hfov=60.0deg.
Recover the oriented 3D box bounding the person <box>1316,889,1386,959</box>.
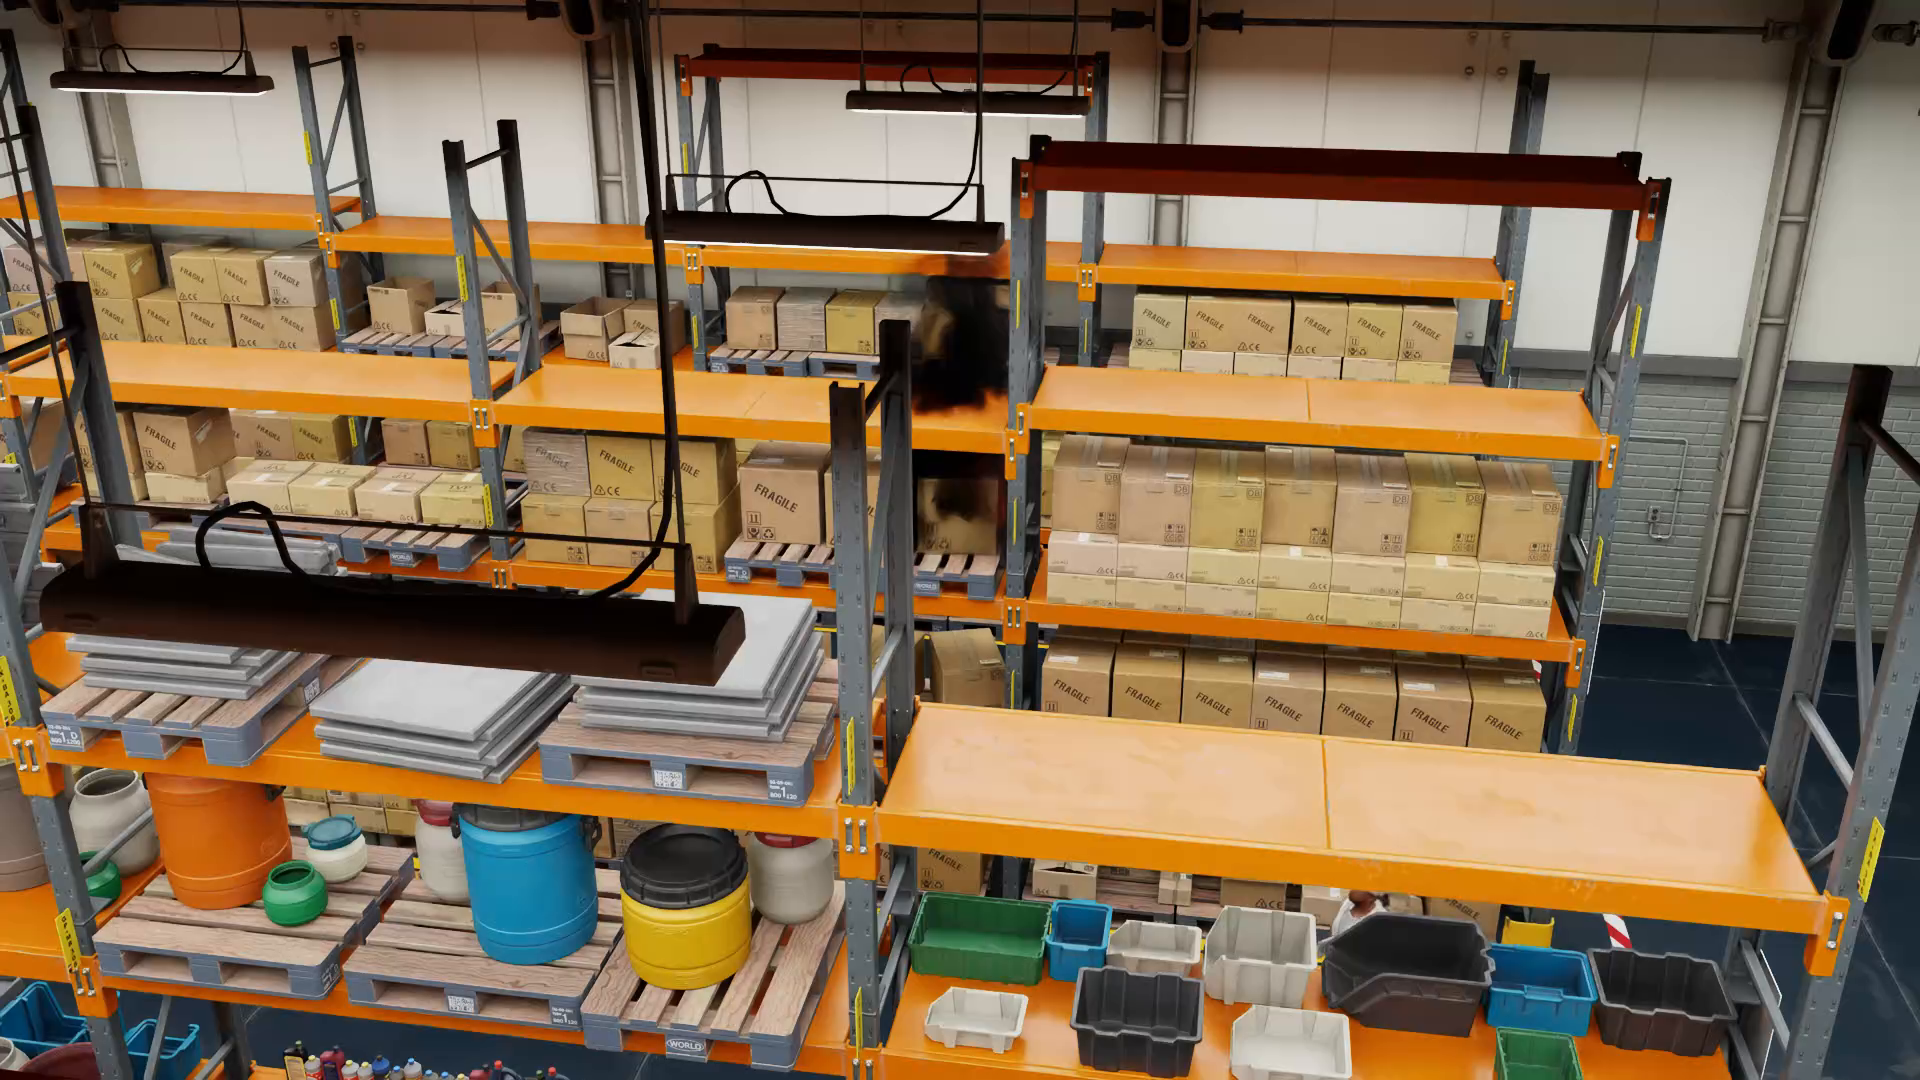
[{"bbox_3d":[2.716,2.953,11.223,0.731,1.743,0.691,-2,23,-4],"label":"person"}]

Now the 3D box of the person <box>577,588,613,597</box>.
[{"bbox_3d":[-3.413,0.900,15.932,0.942,1.805,0.622,-1,23,-2],"label":"person"}]
